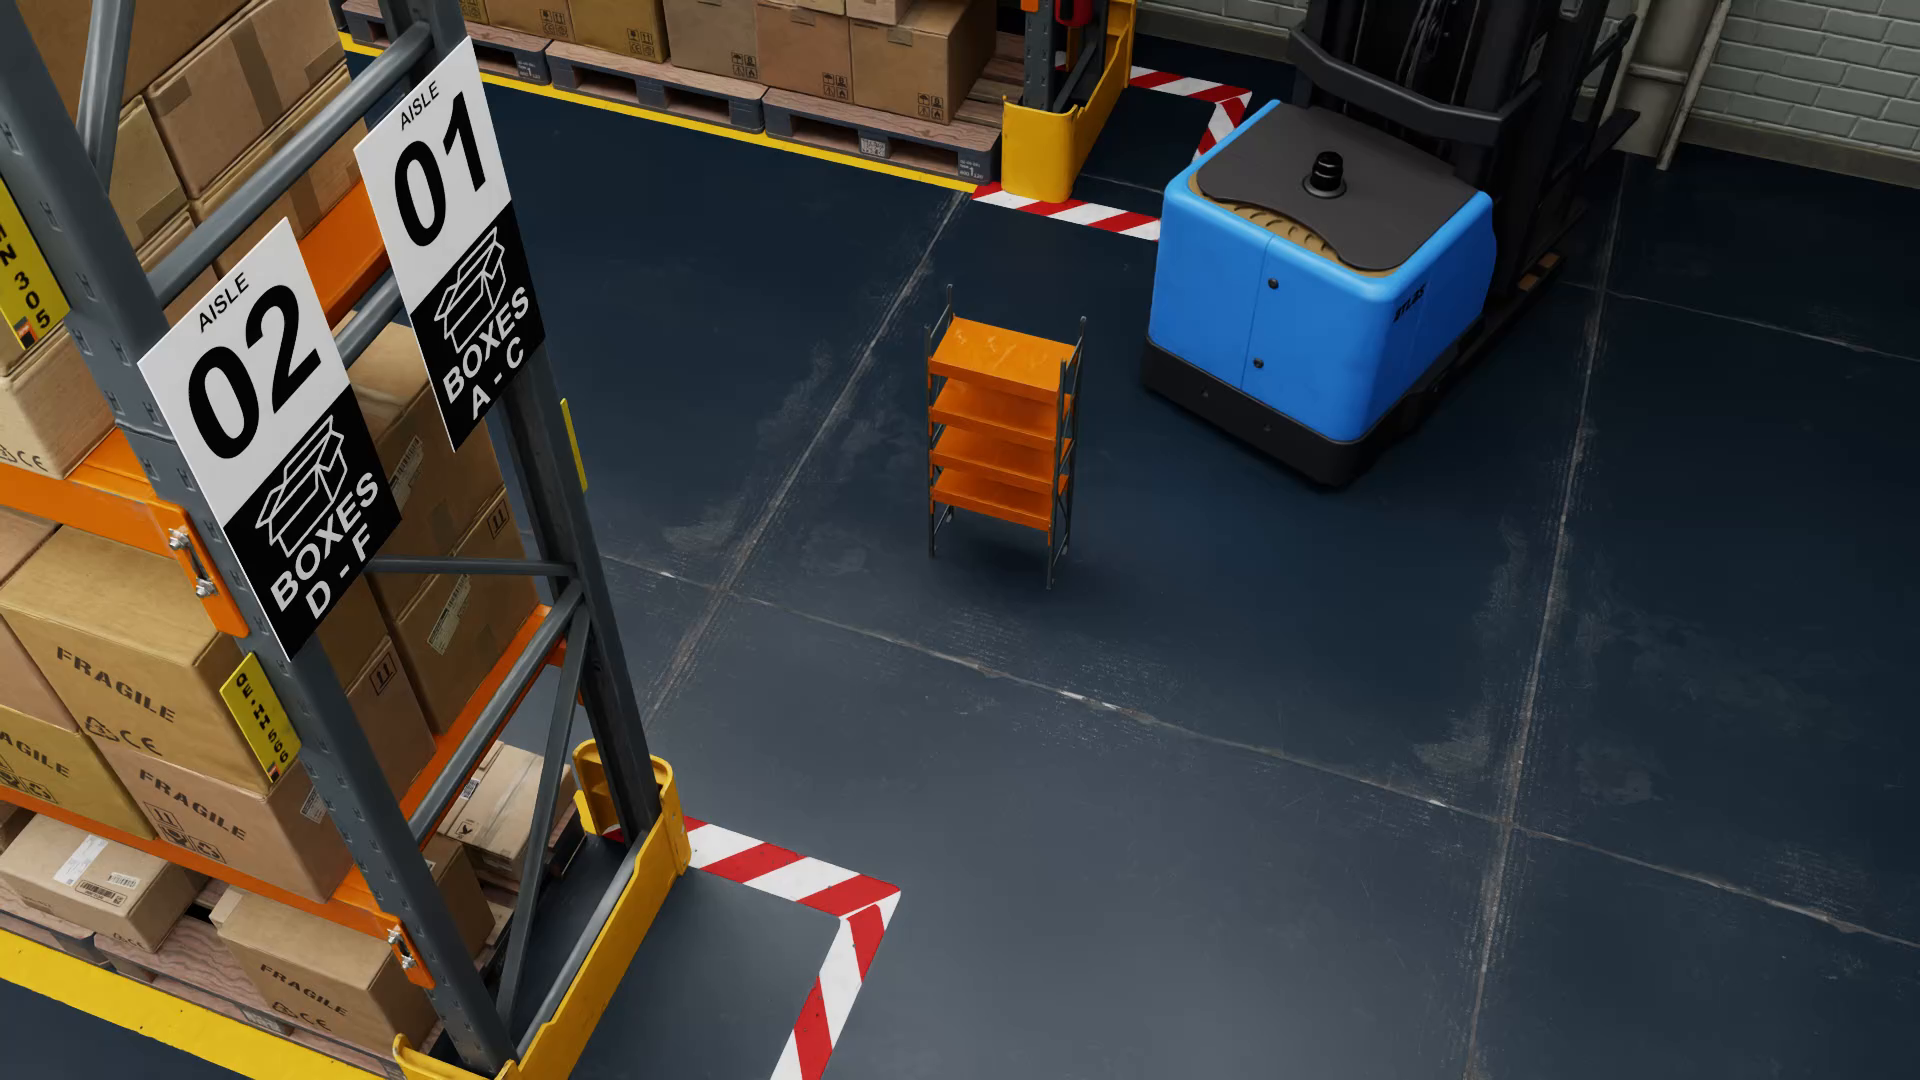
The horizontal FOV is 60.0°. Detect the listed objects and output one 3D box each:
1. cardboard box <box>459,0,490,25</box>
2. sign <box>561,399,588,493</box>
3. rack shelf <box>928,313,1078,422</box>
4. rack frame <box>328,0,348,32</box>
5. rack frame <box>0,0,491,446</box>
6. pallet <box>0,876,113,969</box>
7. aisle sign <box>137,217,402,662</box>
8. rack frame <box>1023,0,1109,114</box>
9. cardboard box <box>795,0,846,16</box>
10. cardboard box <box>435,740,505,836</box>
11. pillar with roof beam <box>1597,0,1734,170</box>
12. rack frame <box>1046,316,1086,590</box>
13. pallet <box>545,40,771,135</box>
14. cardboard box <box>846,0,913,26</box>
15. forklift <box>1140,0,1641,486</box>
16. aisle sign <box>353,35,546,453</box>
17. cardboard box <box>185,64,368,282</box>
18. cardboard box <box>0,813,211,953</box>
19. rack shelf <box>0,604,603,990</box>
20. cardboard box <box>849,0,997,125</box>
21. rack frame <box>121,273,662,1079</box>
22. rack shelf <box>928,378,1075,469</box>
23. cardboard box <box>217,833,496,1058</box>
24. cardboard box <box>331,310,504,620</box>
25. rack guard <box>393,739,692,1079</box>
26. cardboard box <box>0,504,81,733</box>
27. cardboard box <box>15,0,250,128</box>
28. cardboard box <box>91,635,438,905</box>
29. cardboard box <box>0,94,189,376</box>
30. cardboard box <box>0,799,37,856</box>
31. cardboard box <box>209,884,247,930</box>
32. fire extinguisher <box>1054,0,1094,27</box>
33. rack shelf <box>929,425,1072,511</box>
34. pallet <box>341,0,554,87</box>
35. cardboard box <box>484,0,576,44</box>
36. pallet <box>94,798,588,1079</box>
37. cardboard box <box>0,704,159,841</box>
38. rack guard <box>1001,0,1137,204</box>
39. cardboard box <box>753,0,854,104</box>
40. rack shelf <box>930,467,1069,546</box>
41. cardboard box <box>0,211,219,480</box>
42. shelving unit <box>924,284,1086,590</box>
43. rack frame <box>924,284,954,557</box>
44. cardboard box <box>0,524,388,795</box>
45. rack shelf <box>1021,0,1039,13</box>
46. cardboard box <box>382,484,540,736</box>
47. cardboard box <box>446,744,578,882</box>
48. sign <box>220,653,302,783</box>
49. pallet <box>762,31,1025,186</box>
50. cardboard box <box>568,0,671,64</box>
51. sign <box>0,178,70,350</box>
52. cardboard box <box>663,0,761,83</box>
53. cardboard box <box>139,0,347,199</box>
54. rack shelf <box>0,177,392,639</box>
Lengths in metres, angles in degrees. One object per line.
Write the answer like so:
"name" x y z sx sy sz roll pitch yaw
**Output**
"cardboard box" -2.564 -3.155 8.742 0.500 0.500 0.700 16 51 14
"sign" -1.003 -0.213 4.243 0.005 0.325 0.100 16 51 13
"rack shelf" 0.155 -0.607 5.829 0.480 0.148 0.258 16 51 13
"rack frame" -3.230 -4.104 8.189 0.127 3.000 1.000 16 51 13
"rack frame" -1.191 -1.509 1.970 0.127 3.000 1.000 16 51 13
"pallet" -3.151 0.820 5.766 1.213 0.211 1.003 16 51 13
"aisle sign" -1.233 -0.161 3.051 0.004 0.787 0.394 16 51 13
"rack frame" 0.522 -3.057 7.281 0.127 3.000 1.000 16 51 13
"cardboard box" -0.593 -2.672 7.894 0.250 0.149 0.380 17 51 14
"cardboard box" -1.699 0.821 5.504 0.250 0.166 0.380 16 51 13
"pillar with roof beam" 1.863 -1.876 2.288 0.400 9.000 9.100 16 51 13
"rack frame" 0.384 -0.286 6.070 0.015 1.200 0.240 16 51 13
"pallet" -1.396 -2.618 8.746 1.213 0.211 1.003 16 51 13
"cardboard box" -0.353 -2.605 7.837 0.250 0.149 0.380 15 51 13
"forklift" 2.109 -2.227 6.607 1.130 2.935 3.031 33 57 25
"aisle sign" -1.025 -0.586 3.419 0.004 0.787 0.394 16 51 13
"cardboard box" -1.585 -0.793 3.433 0.500 0.250 0.500 16 51 13
"cardboard box" -2.667 0.974 5.316 0.500 0.250 0.500 16 51 13
"rack shelf" -3.067 0.167 4.963 4.000 0.370 1.077 16 51 13
"cardboard box" -0.169 -2.488 8.164 0.500 0.500 0.700 16 51 13
"rack frame" -1.191 0.455 4.237 0.127 3.000 1.000 16 51 13
"rack shelf" 0.155 -0.452 6.007 0.480 0.148 0.258 16 51 13
"cardboard box" -1.786 1.162 4.987 0.500 0.500 0.500 16 51 13
"cardboard box" -1.516 -0.208 4.084 0.500 0.500 0.500 17 51 14
"rack guard" -1.262 1.254 5.199 0.348 0.500 1.175 16 51 13
"cardboard box" -2.178 0.042 3.868 0.500 0.500 0.500 17 51 14
"cardboard box" -1.679 -1.010 2.794 0.500 0.500 0.700 16 51 13
"cardboard box" -1.706 0.498 4.134 0.500 0.500 0.500 17 51 14
"cardboard box" -1.761 -0.595 2.931 0.500 0.250 0.500 16 51 13
"cardboard box" -3.179 0.570 5.499 0.637 0.503 0.797 16 51 13
"cardboard box" -2.135 1.102 5.261 0.250 0.166 0.380 16 51 13
"fire extinguisher" 0.504 -2.543 7.134 0.183 0.674 0.296 16 51 13
"rack shelf" 0.155 -0.306 6.176 0.480 0.148 0.258 16 51 13
"pallet" -2.544 -2.937 9.022 1.213 0.211 1.003 16 51 13
"cardboard box" -2.094 -3.021 8.626 0.500 0.500 0.700 15 51 13
"pallet" -2.011 1.141 5.488 1.213 0.211 1.003 16 51 13
"cardboard box" -2.193 0.365 4.249 0.500 0.500 0.500 16 51 13
"rack guard" 0.545 -2.232 8.220 0.348 0.500 1.175 16 51 13
"cardboard box" -0.639 -2.619 8.278 0.500 0.500 0.700 15 51 13
"rack shelf" 0.155 -0.176 6.326 0.480 0.148 0.258 16 51 13
"cardboard box" -1.764 -0.426 3.115 0.500 0.250 0.500 16 51 13
"shelving unit" 0.155 -0.350 6.126 0.503 1.200 0.258 16 51 13
"rack frame" -0.074 -0.414 6.181 0.015 1.200 0.240 16 51 13
"cardboard box" -1.704 0.174 3.753 0.500 0.500 0.500 15 51 13
"rack shelf" -1.354 -3.345 8.007 4.000 0.370 1.077 16 51 13
"cardboard box" -1.516 0.120 4.462 0.500 0.500 0.500 17 51 14
"cardboard box" -1.465 0.892 5.454 0.250 0.149 0.380 16 51 13
"sign" -1.402 0.361 3.344 0.005 0.325 0.100 16 51 13
"pallet" -0.255 -2.298 8.468 1.213 0.211 1.003 16 51 13
"cardboard box" -1.613 -2.885 8.508 0.500 0.500 0.700 17 51 14
"sign" -1.402 -0.429 2.432 0.005 0.325 0.100 16 51 13
"cardboard box" -1.111 -2.751 8.392 0.500 0.500 0.700 14 51 12
"cardboard box" -1.583 -0.961 3.248 0.500 0.250 0.500 16 51 13
"rack shelf" -3.067 -0.815 3.829 4.000 0.370 1.077 16 51 13
